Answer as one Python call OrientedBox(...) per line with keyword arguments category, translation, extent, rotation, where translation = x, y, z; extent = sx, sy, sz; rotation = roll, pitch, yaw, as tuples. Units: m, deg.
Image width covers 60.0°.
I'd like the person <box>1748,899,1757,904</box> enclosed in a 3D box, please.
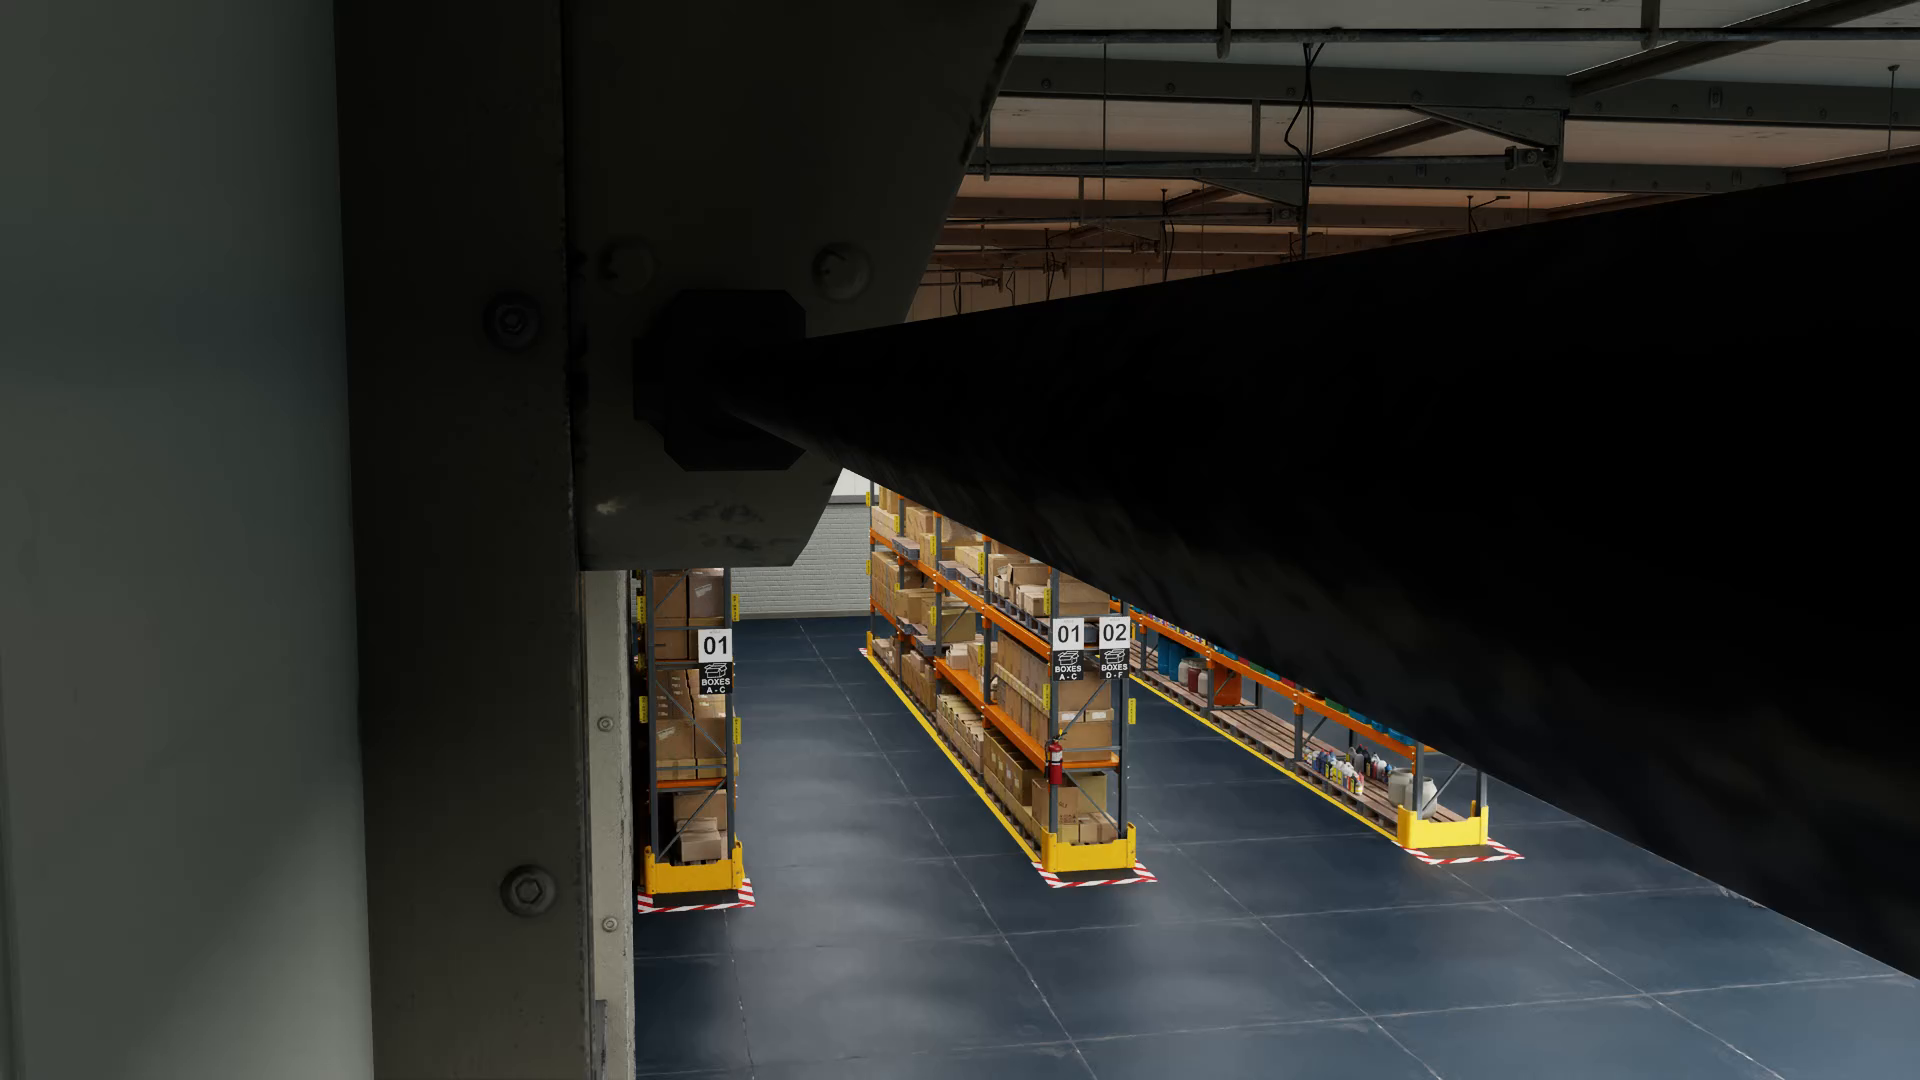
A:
OrientedBox(category="person", translation=(9.610, 3.425, 19.420), extent=(0.667, 1.770, 0.624), rotation=(3, 6, 23))
